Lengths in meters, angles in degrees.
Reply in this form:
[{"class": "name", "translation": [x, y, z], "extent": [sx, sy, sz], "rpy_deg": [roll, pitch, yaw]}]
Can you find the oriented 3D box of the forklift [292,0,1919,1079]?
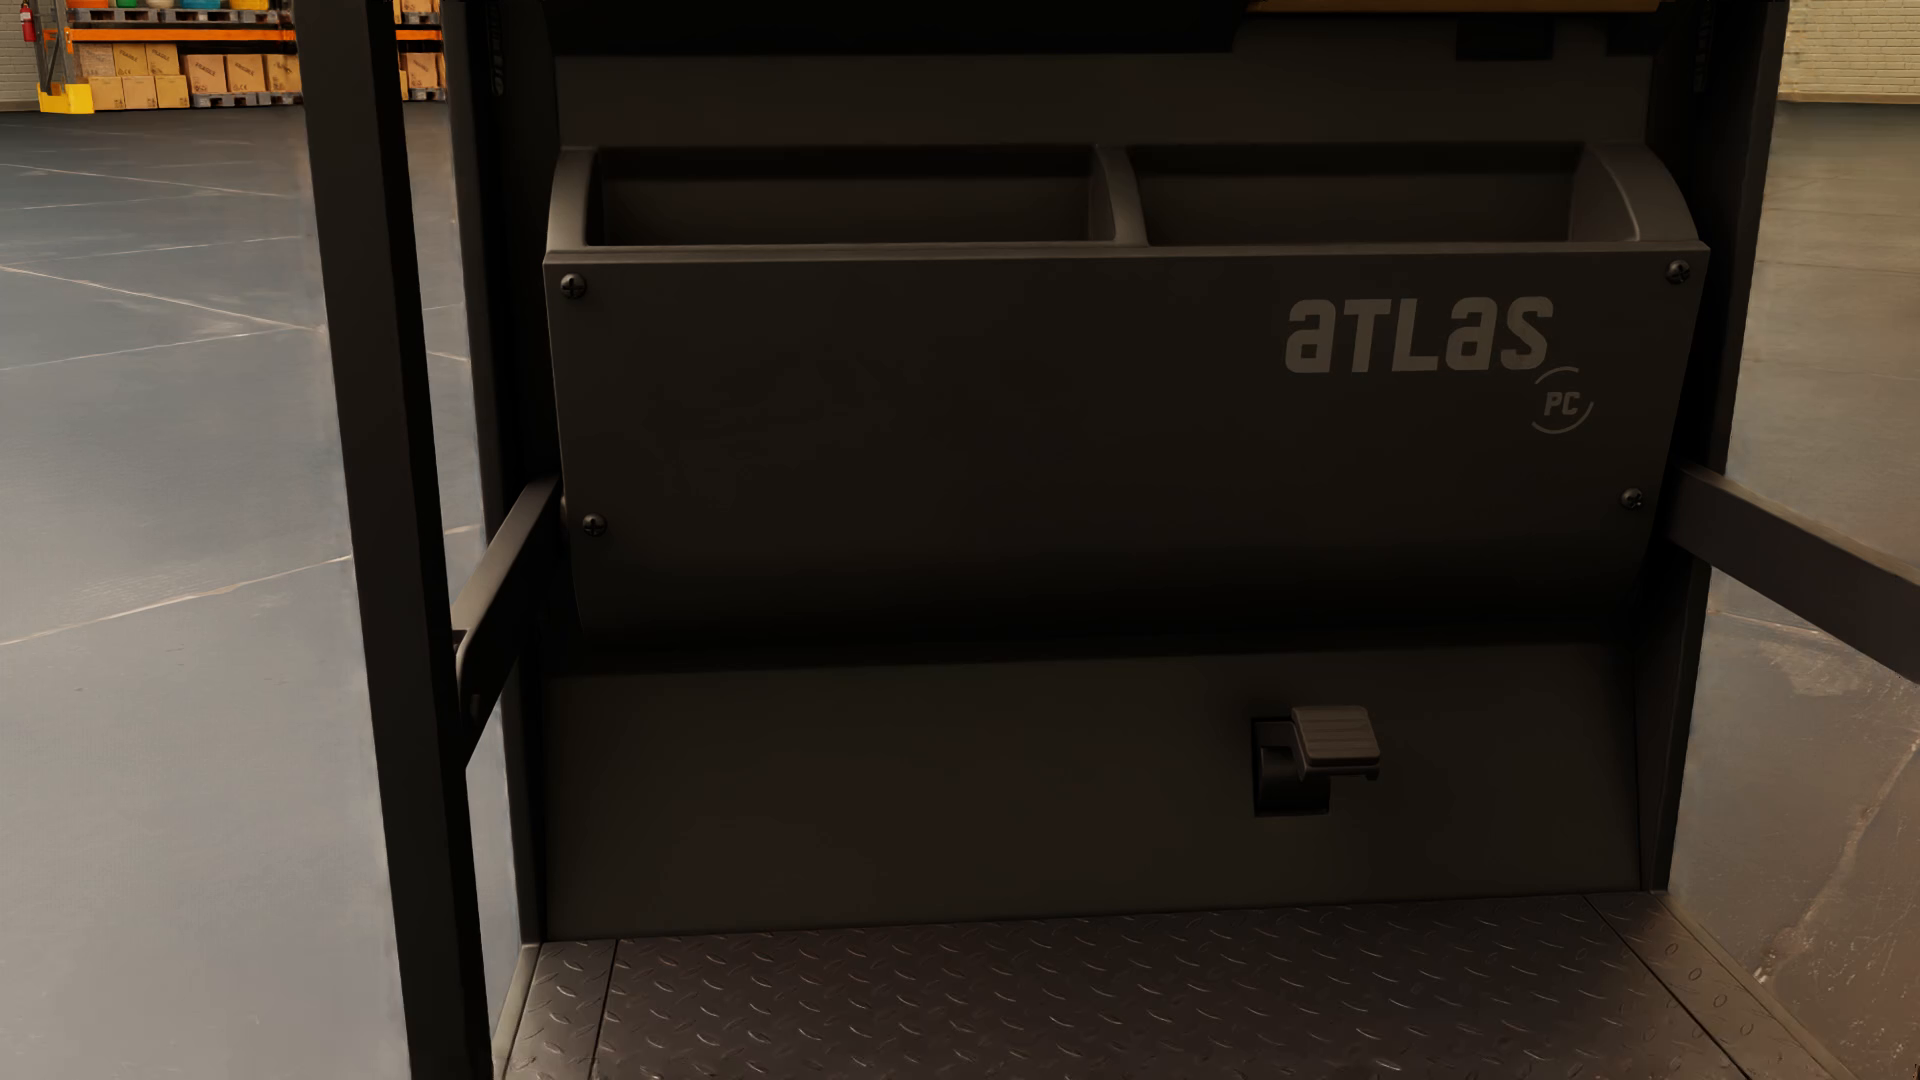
[{"class": "forklift", "translation": [0.160, -0.649, 1.035], "extent": [1.130, 2.935, 3.031], "rpy_deg": [-2, 17, -5]}]
